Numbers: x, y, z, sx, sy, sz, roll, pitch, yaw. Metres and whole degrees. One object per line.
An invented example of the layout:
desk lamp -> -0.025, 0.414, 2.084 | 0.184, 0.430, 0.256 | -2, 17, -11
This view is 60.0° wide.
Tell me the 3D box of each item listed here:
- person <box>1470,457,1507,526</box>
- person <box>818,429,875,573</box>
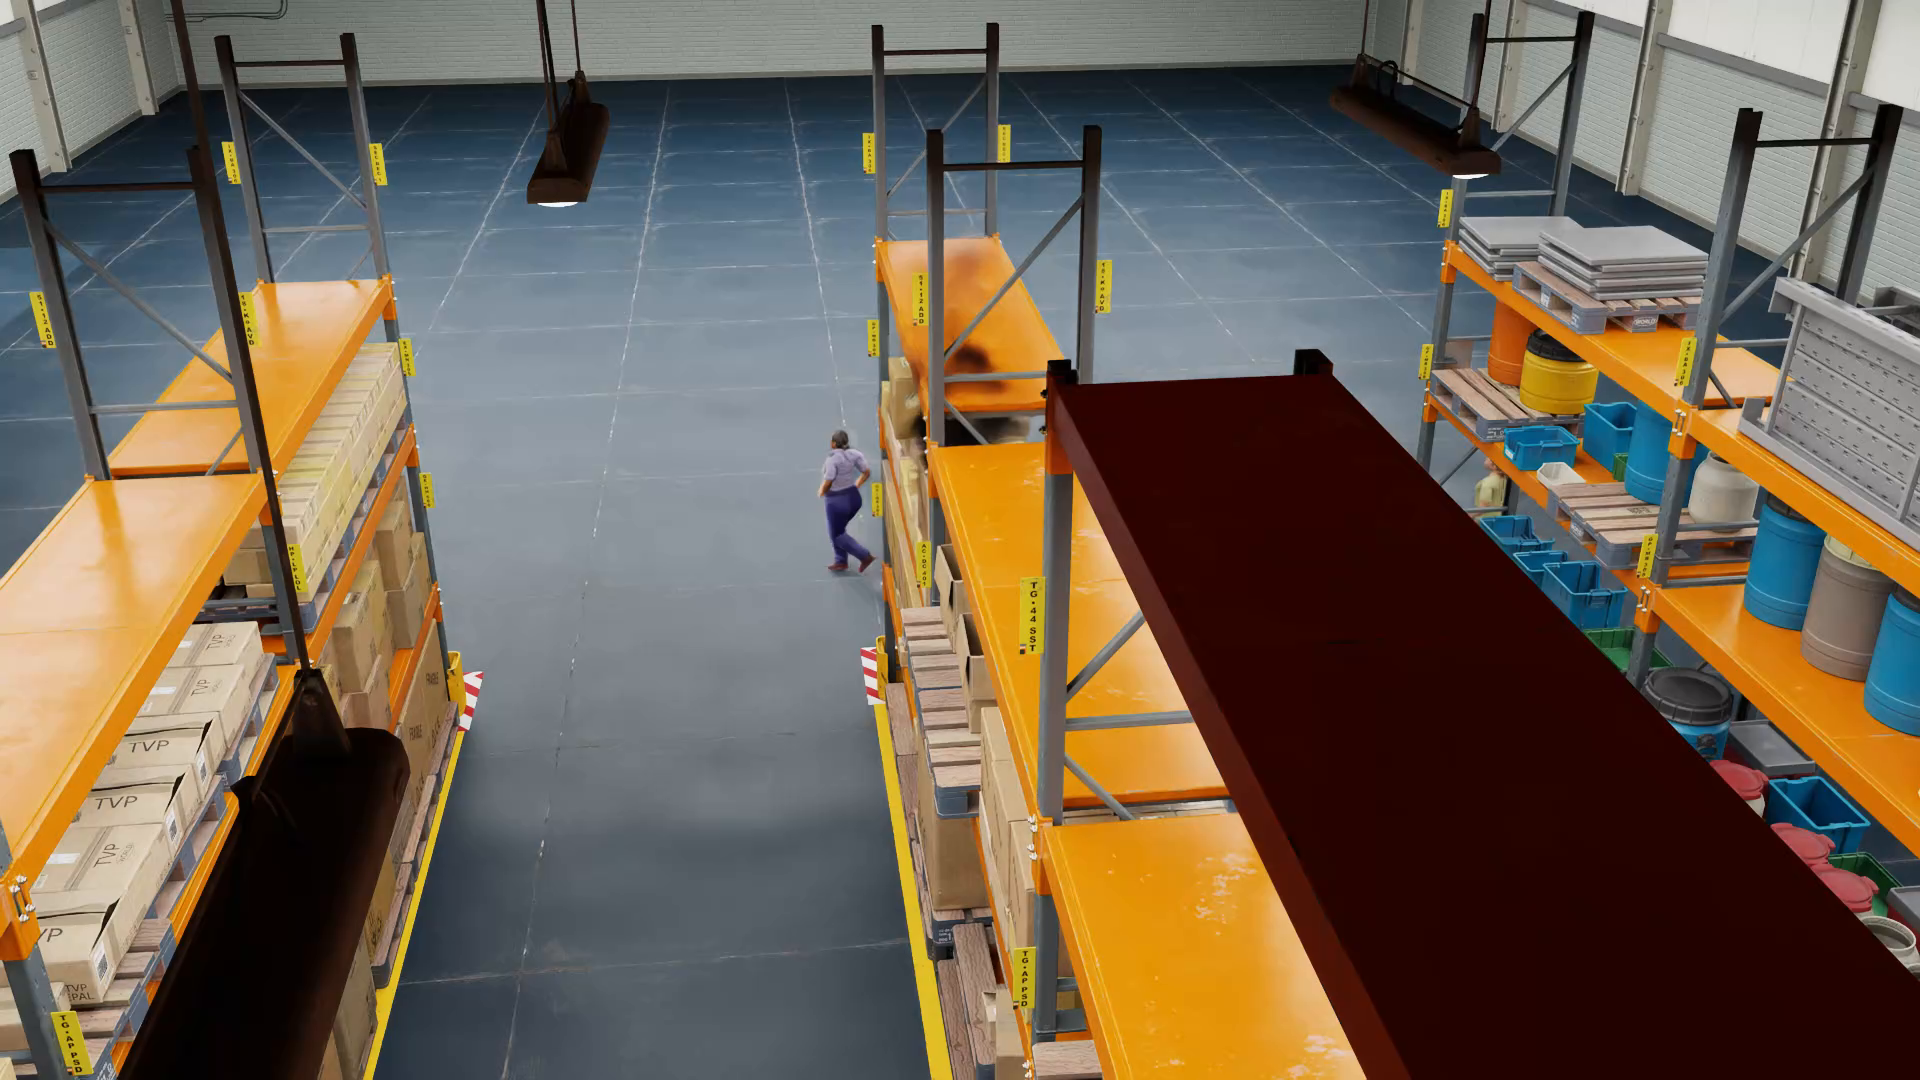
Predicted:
person -> 5.429, -0.187, 17.104 | 0.625, 1.567, 0.553 | -18, 31, -33
person -> -1.179, -0.336, 17.374 | 0.731, 1.644, 0.609 | 19, 32, 35
